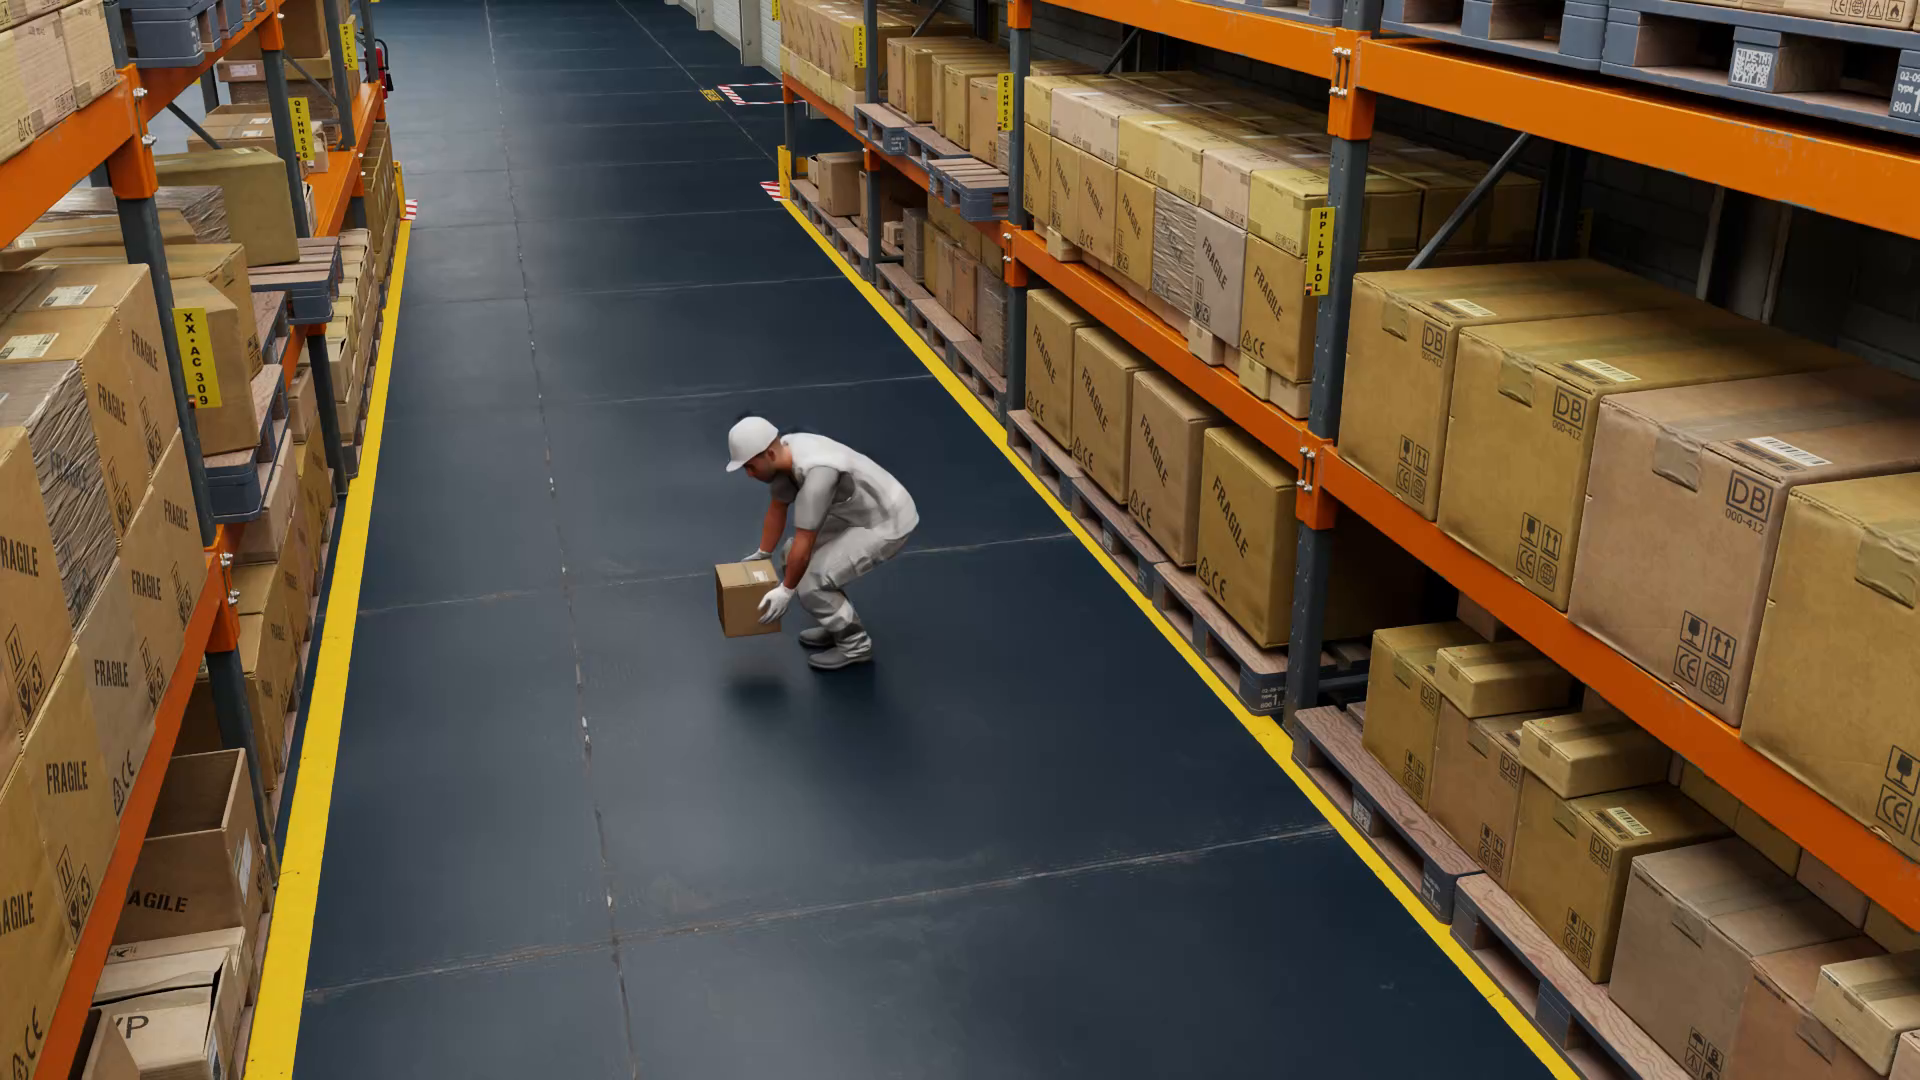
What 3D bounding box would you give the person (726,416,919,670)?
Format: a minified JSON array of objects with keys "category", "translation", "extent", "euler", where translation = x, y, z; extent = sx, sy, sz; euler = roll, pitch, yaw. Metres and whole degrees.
[{"category":"person","translation":[-0.597,-0.008,7.366],"extent":[0.844,1.186,0.581],"euler":[-6,24,-14]}]
